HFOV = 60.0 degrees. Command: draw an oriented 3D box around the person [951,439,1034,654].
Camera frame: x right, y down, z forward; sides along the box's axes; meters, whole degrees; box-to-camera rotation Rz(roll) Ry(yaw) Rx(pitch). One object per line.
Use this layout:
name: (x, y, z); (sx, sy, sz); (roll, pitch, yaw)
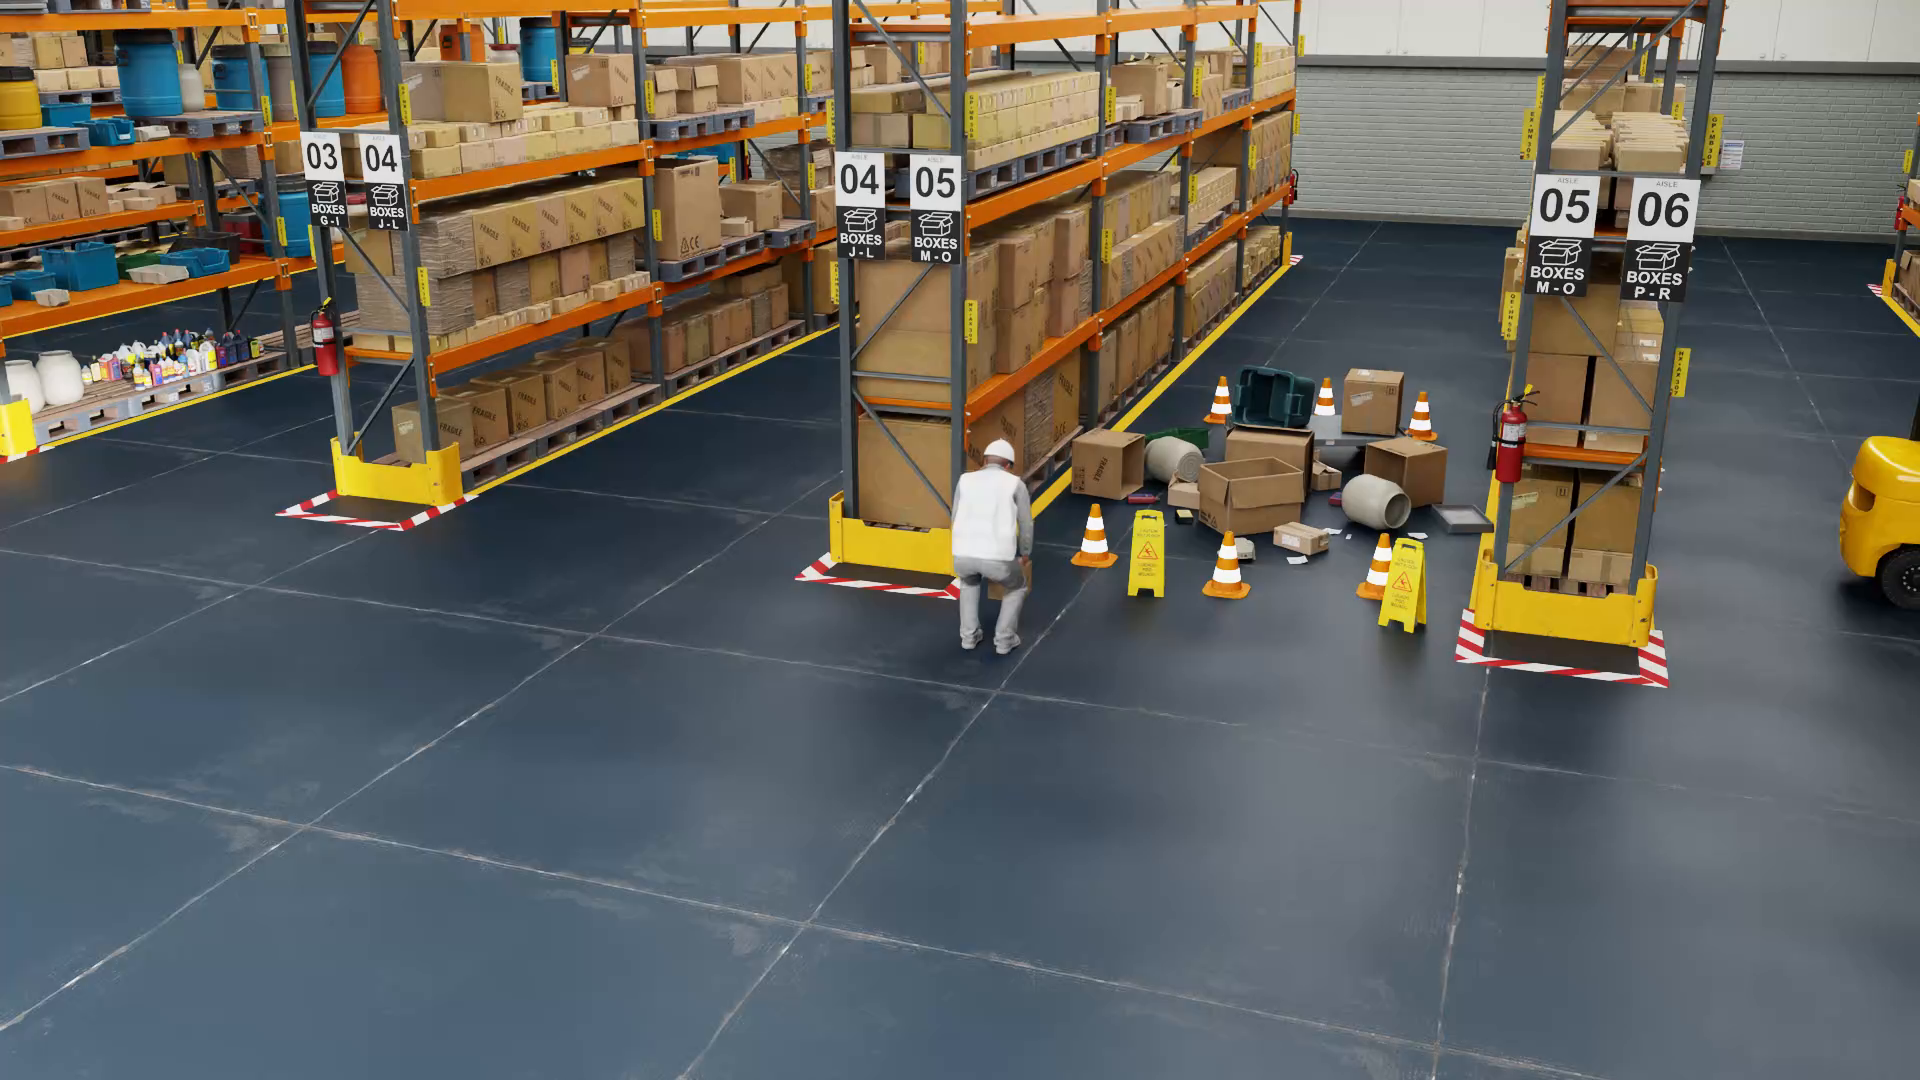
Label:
person: (0.193, 0.049, 11.481); (0.591, 1.392, 0.784); (6, 20, 18)
